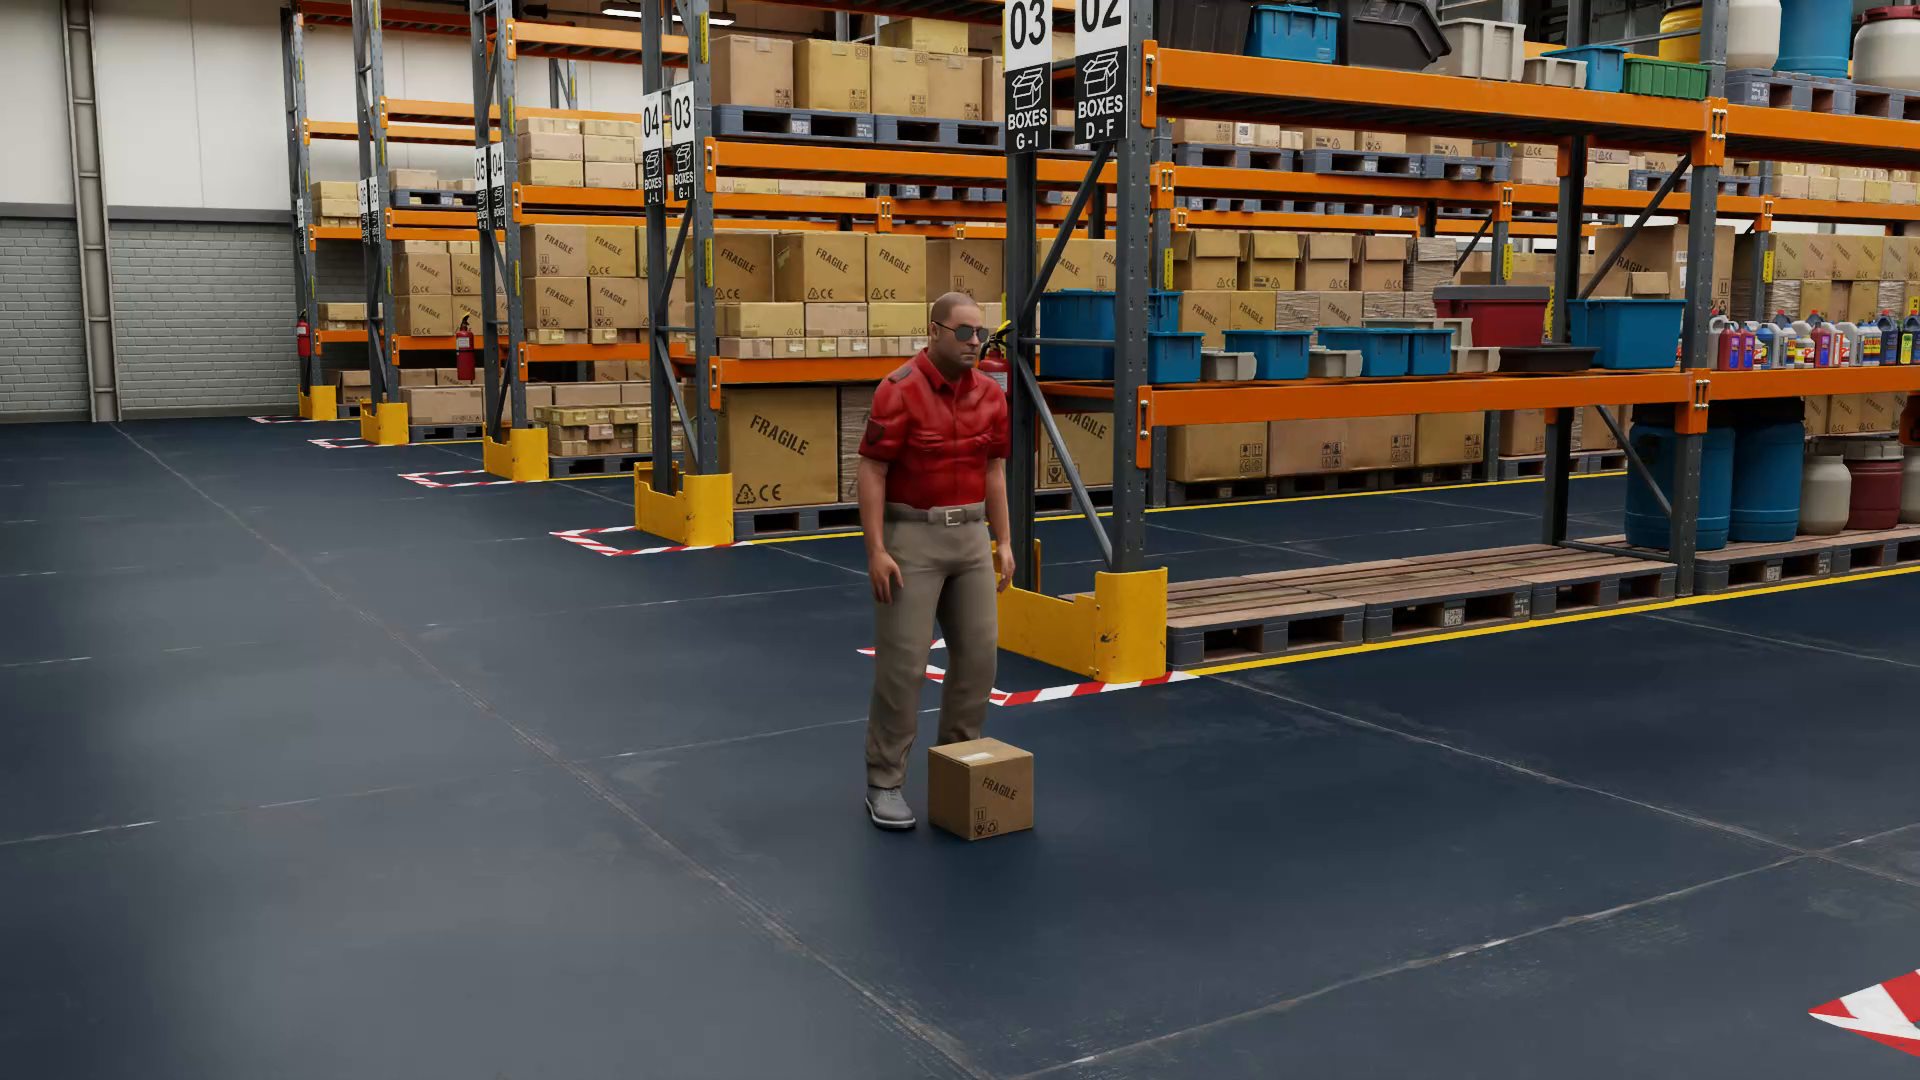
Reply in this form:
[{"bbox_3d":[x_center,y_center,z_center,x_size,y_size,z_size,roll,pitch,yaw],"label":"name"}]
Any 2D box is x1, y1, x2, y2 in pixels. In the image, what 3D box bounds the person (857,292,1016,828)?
[{"bbox_3d":[-0.072,0.047,5.538,0.606,1.726,0.393,-6,10,-34],"label":"person"}]
